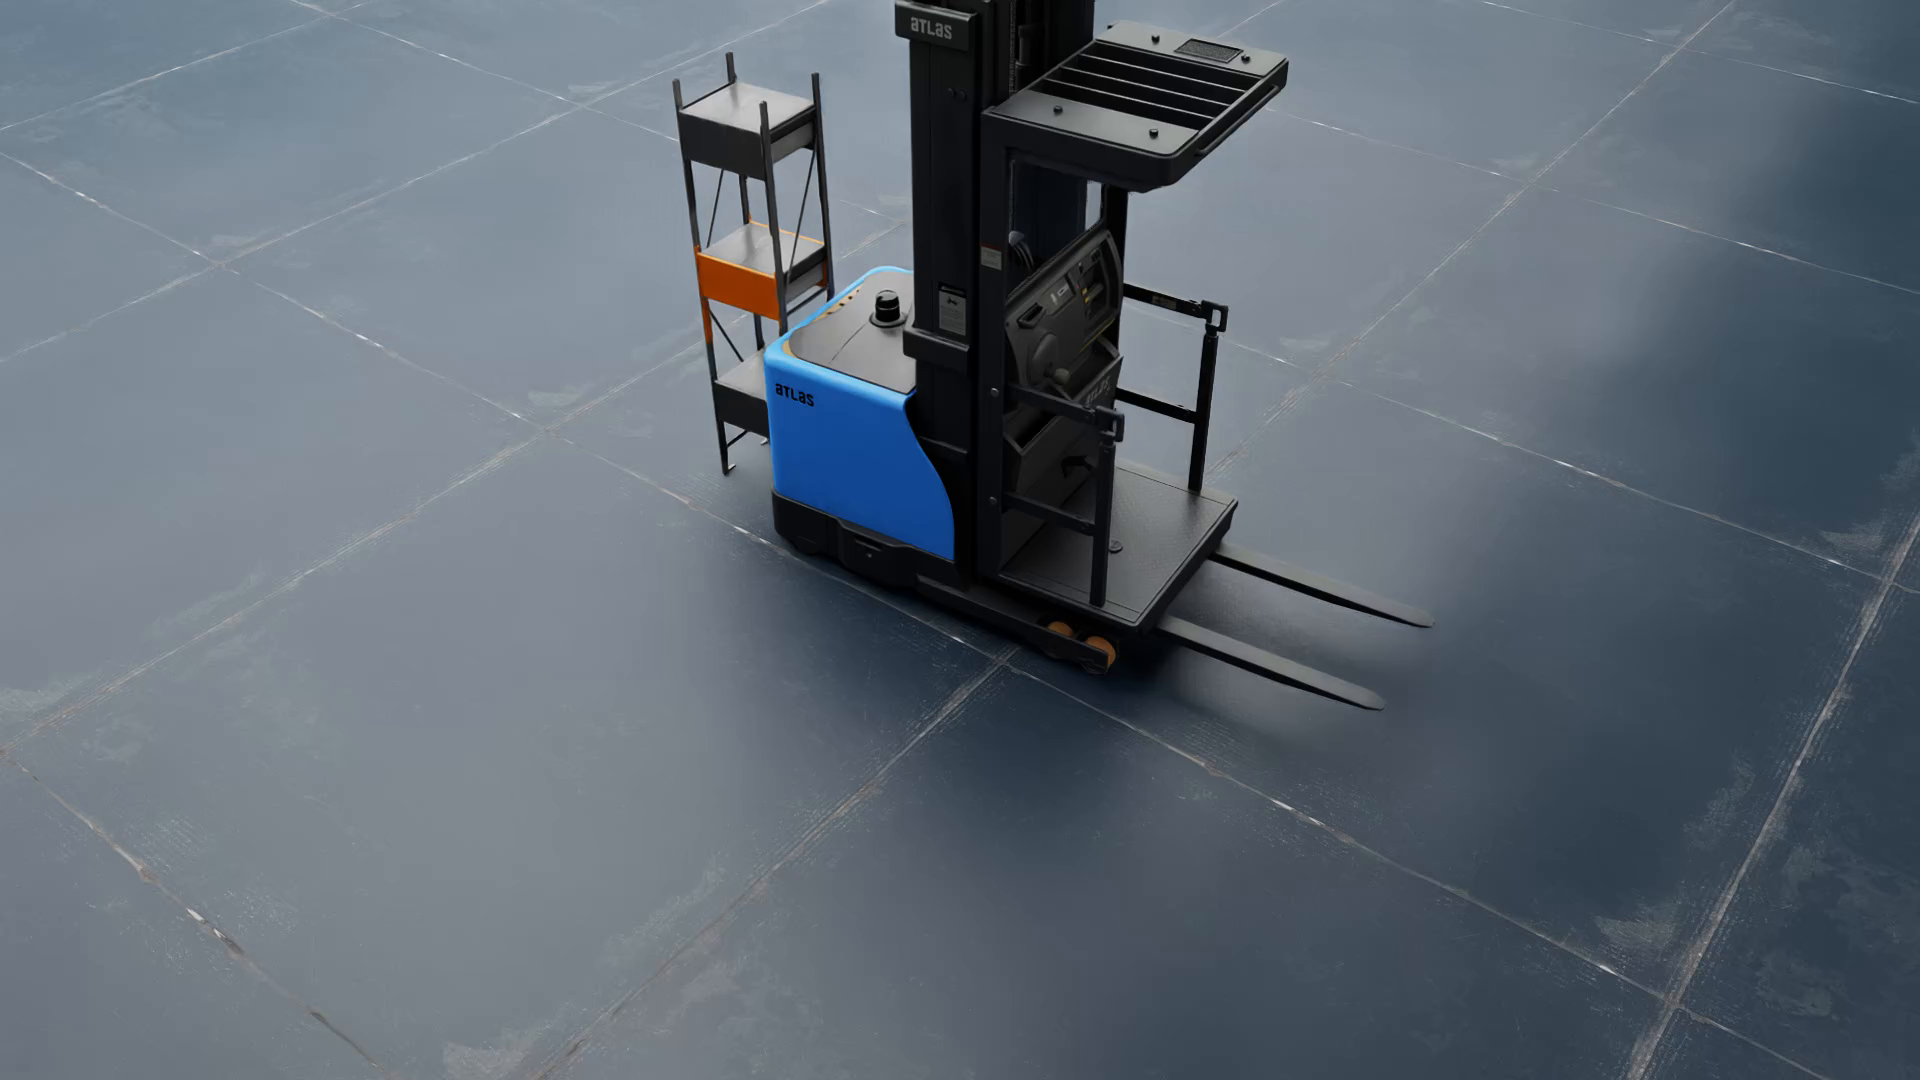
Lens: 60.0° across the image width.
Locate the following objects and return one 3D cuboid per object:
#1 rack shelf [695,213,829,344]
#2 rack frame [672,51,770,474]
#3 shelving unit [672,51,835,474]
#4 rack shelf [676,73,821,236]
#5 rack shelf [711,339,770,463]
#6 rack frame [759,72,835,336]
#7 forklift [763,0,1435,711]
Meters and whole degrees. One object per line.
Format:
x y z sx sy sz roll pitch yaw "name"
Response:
-0.921 -1.189 7.938 0.480 0.518 0.431 21 43 27 "rack shelf"
-1.125 -1.277 8.039 0.015 2.100 0.400 21 43 27 "rack frame"
-0.921 -1.199 7.930 0.503 2.100 0.431 21 43 27 "shelving unit"
-0.934 -1.745 7.514 0.480 0.518 0.431 21 43 27 "rack shelf"
-0.907 -0.632 8.362 0.480 0.518 0.431 21 43 27 "rack shelf"
-0.717 -1.121 7.821 0.015 2.100 0.400 21 43 27 "rack frame"
0.622 -0.938 6.931 3.031 2.935 1.130 21 43 24 "forklift"
